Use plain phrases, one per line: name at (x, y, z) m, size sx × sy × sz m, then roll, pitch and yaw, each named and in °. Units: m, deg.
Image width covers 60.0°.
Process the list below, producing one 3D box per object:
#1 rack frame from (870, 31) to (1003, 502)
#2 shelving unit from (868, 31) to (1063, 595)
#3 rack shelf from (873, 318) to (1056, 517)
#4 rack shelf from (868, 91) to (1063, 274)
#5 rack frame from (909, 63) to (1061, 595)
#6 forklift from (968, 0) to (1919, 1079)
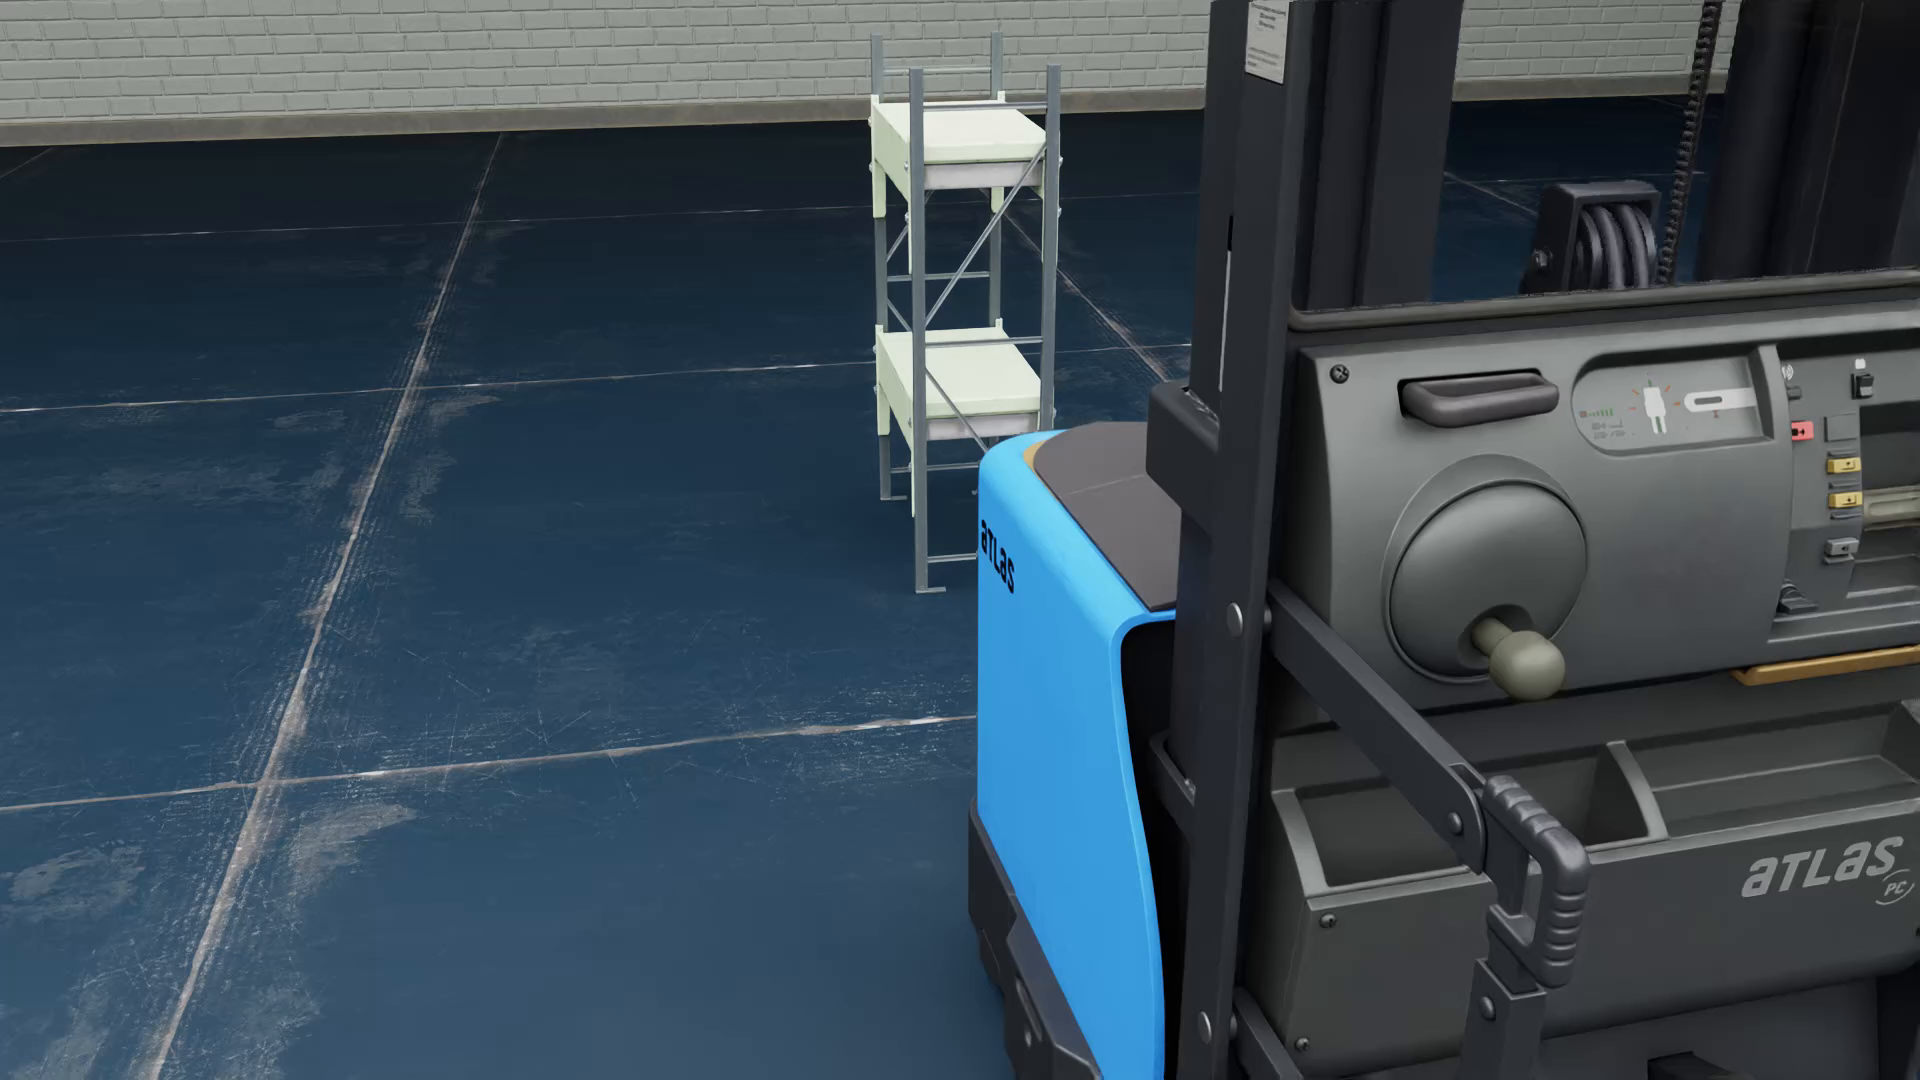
rack frame at (-0.069, -0.834, 5.285) m, size 0.400 × 1.500 × 0.023 m, roll -4°, pitch 24°, yaw -10°
shelving unit at (-0.001, -0.690, 4.956) m, size 0.431 × 1.500 × 0.755 m, roll -4°, pitch 24°, yaw -10°
rack shelf at (-0.001, -0.391, 5.086) m, size 0.431 × 0.370 × 0.720 m, roll -4°, pitch 24°, yaw -10°
rack shelf at (-0.001, -1.048, 4.800) m, size 0.431 × 0.370 × 0.720 m, roll -4°, pitch 24°, yaw -10°
rack frame at (0.066, -0.546, 4.626) m, size 0.400 × 1.500 × 0.023 m, roll -4°, pitch 24°, yaw -10°
forklift at (0.879, -0.026, 1.648) m, size 1.130 × 2.935 × 3.031 m, roll -6°, pitch 24°, yaw -13°
